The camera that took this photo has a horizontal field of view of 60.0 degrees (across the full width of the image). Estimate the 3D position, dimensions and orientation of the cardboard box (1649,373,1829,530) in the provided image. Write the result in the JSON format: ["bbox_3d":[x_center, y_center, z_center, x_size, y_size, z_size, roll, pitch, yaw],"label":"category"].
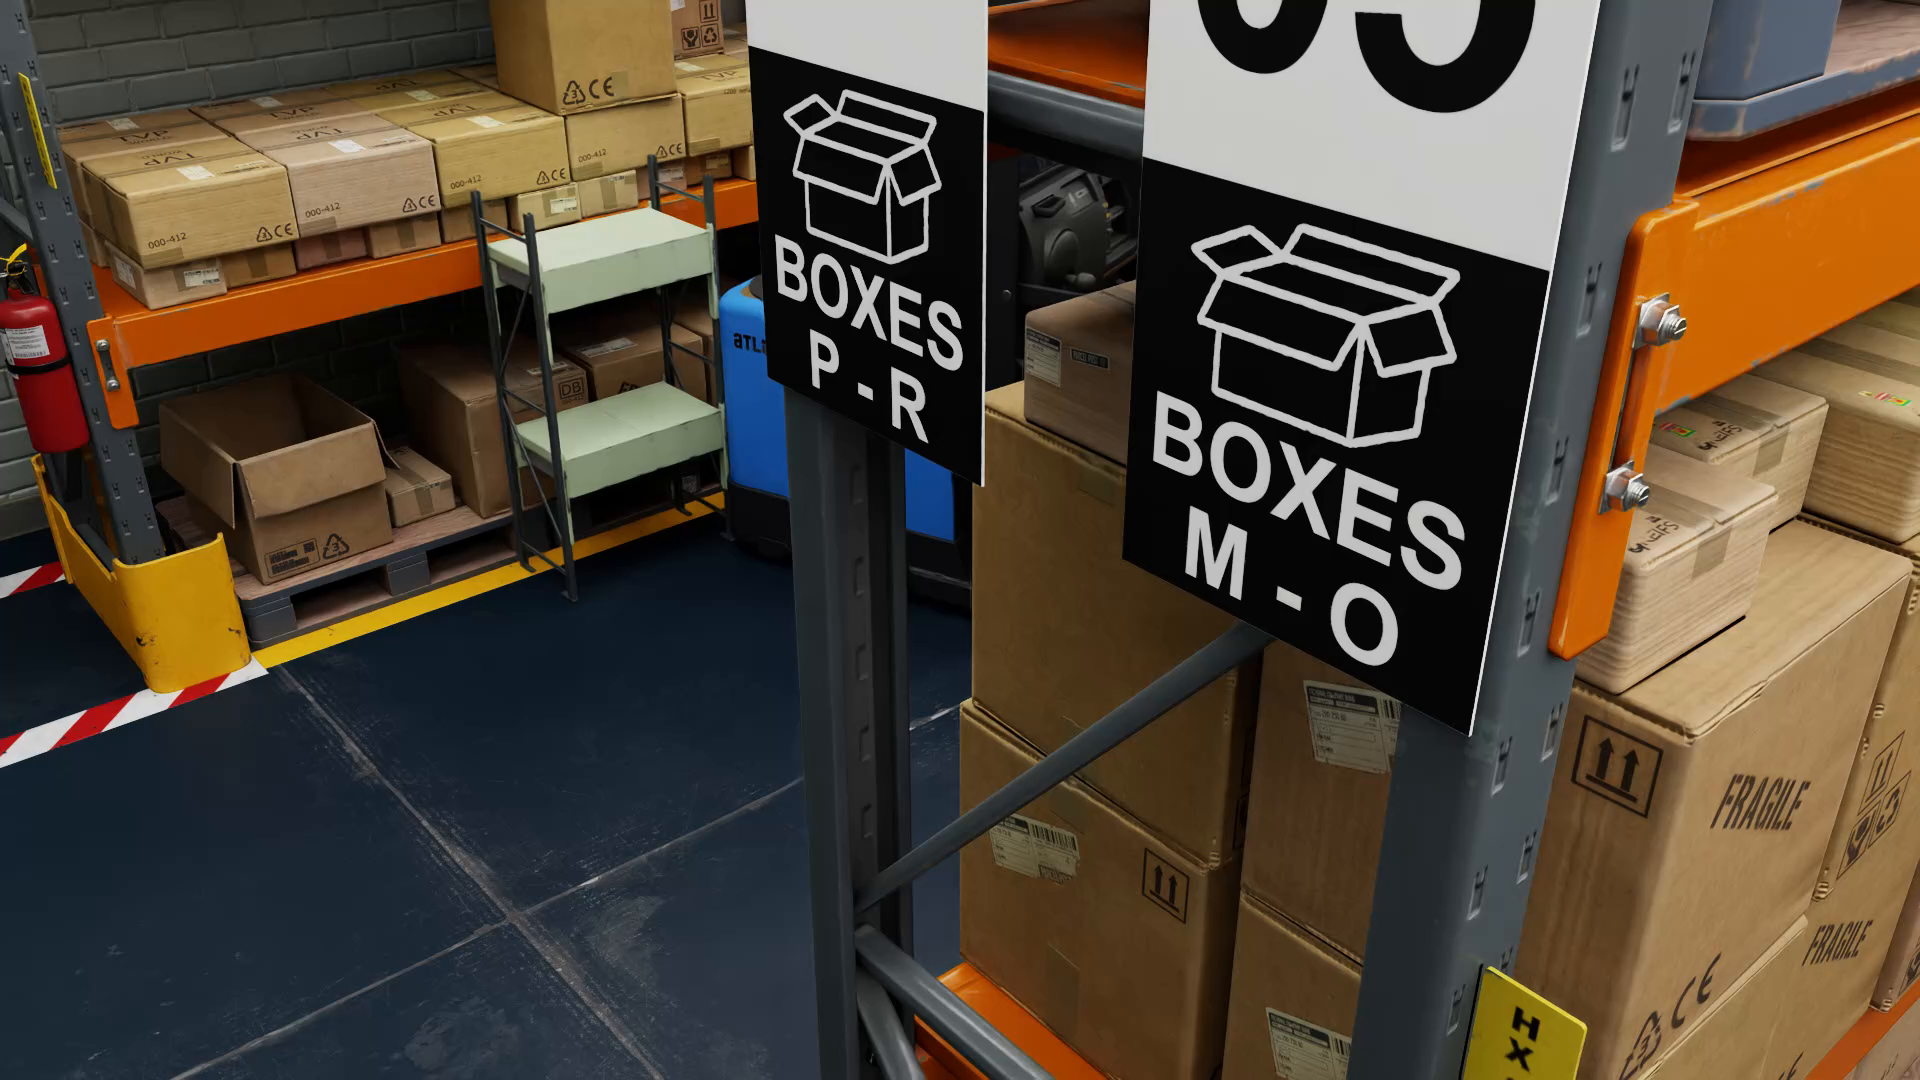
[{"bbox_3d":[0.755,-0.125,1.946,0.250,0.149,0.380,-21,35,-34],"label":"cardboard box"}]

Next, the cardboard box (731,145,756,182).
[{"bbox_3d":[-0.867,-1.608,6.842,0.250,0.149,0.380,-22,35,-36],"label":"cardboard box"}]

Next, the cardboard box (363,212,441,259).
[{"bbox_3d":[-2.071,-1.151,5.988,0.250,0.149,0.380,-21,34,-33],"label":"cardboard box"}]

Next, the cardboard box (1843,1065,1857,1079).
[{"bbox_3d":[1.280,1.186,3.622,0.875,0.438,0.875,-21,34,-34],"label":"cardboard box"}]

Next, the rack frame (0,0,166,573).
[{"bbox_3d":[-3.072,-1.017,5.471,0.127,3.000,1.000,-22,35,-35],"label":"rack frame"}]

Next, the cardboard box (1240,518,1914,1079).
[{"bbox_3d":[0.702,0.232,1.967,0.500,0.500,0.500,-23,36,-36],"label":"cardboard box"}]

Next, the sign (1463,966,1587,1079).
[{"bbox_3d":[0.508,0.546,1.544,0.005,0.325,0.100,-22,35,-35],"label":"sign"}]

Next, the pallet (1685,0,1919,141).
[{"bbox_3d":[0.710,-0.753,1.888,1.213,0.211,1.003,-22,35,-35],"label":"pallet"}]

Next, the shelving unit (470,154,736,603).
[{"bbox_3d":[-1.315,-0.613,6.293,0.755,1.500,0.431,-23,36,-37],"label":"shelving unit"}]

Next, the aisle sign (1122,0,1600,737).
[{"bbox_3d":[0.286,-0.259,1.294,0.004,0.787,0.394,-22,35,-35],"label":"aisle sign"}]

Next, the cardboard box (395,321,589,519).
[{"bbox_3d":[-1.870,-0.501,6.711,0.500,0.500,0.700,-20,34,-33],"label":"cardboard box"}]

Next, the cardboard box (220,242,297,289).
[{"bbox_3d":[-2.481,-1.003,5.711,0.250,0.149,0.380,-21,35,-34],"label":"cardboard box"}]

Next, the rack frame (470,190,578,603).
[{"bbox_3d":[-1.584,-0.498,6.073,0.023,1.500,0.400,-23,36,-37],"label":"rack frame"}]

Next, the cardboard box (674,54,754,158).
[{"bbox_3d":[-1.018,-1.756,6.697,0.500,0.250,0.500,-22,35,-35],"label":"cardboard box"}]

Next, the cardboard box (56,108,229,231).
[{"bbox_3d":[-2.895,-1.318,5.877,0.500,0.250,0.500,-21,34,-34],"label":"cardboard box"}]

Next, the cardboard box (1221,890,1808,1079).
[{"bbox_3d":[0.704,0.674,2.201,0.500,0.500,0.500,-22,35,-35],"label":"cardboard box"}]

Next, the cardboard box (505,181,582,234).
[{"bbox_3d":[-1.632,-1.285,6.238,0.250,0.149,0.380,-23,36,-36],"label":"cardboard box"}]

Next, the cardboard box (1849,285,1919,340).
[{"bbox_3d":[1.216,-0.250,2.180,0.250,0.149,0.380,-23,36,-36],"label":"cardboard box"}]

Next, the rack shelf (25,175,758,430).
[{"bbox_3d":[-1.551,-1.312,6.785,4.000,0.370,1.077,-22,35,-35],"label":"rack shelf"}]

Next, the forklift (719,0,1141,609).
[{"bbox_3d":[0.621,-1.120,5.736,3.031,2.935,1.130,15,31,25],"label":"forklift"}]

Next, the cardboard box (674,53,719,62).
[{"bbox_3d":[-1.352,-1.938,7.038,0.500,0.250,0.500,-21,35,-34],"label":"cardboard box"}]

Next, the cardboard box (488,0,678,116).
[{"bbox_3d":[-1.411,-1.914,6.197,0.500,0.500,0.500,-21,35,-34],"label":"cardboard box"}]

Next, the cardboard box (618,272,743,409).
[{"bbox_3d":[-1.080,-0.818,7.305,0.500,0.500,0.700,-23,36,-37],"label":"cardboard box"}]

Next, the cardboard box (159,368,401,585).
[{"bbox_3d":[-2.545,-0.254,6.247,0.637,0.503,0.797,-24,36,-37],"label":"cardboard box"}]

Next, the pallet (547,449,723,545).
[{"bbox_3d":[-1.481,-0.426,7.323,1.213,0.211,1.003,-22,35,-35],"label":"pallet"}]

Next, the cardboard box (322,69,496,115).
[{"bbox_3d":[-2.122,-1.625,6.452,0.500,0.250,0.500,-21,34,-33],"label":"cardboard box"}]

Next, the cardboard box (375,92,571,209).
[{"bbox_3d":[-1.785,-1.435,6.096,0.500,0.250,0.500,-23,36,-36],"label":"cardboard box"}]

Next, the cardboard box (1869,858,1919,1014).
[{"bbox_3d":[1.469,0.360,2.788,0.500,0.500,0.500,-22,35,-35],"label":"cardboard box"}]

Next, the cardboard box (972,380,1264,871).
[{"bbox_3d":[0.364,0.044,2.319,0.500,0.500,0.500,-21,34,-33],"label":"cardboard box"}]

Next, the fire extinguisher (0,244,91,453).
[{"bbox_3d":[-2.884,-0.608,5.183,0.183,0.674,0.296,-22,35,-35],"label":"fire extinguisher"}]

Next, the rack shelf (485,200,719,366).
[{"bbox_3d":[-1.313,-0.958,6.111,0.720,0.370,0.431,-23,36,-37],"label":"rack shelf"}]

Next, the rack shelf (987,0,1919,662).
[{"bbox_3d":[1.674,-0.856,2.750,4.000,0.370,1.077,-22,35,-35],"label":"rack shelf"}]

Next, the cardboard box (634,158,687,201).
[{"bbox_3d":[-1.293,-1.476,6.596,0.250,0.149,0.380,-22,35,-35],"label":"cardboard box"}]

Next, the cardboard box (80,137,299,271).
[{"bbox_3d":[-2.552,-1.124,5.515,0.500,0.250,0.500,-22,35,-35],"label":"cardboard box"}]
